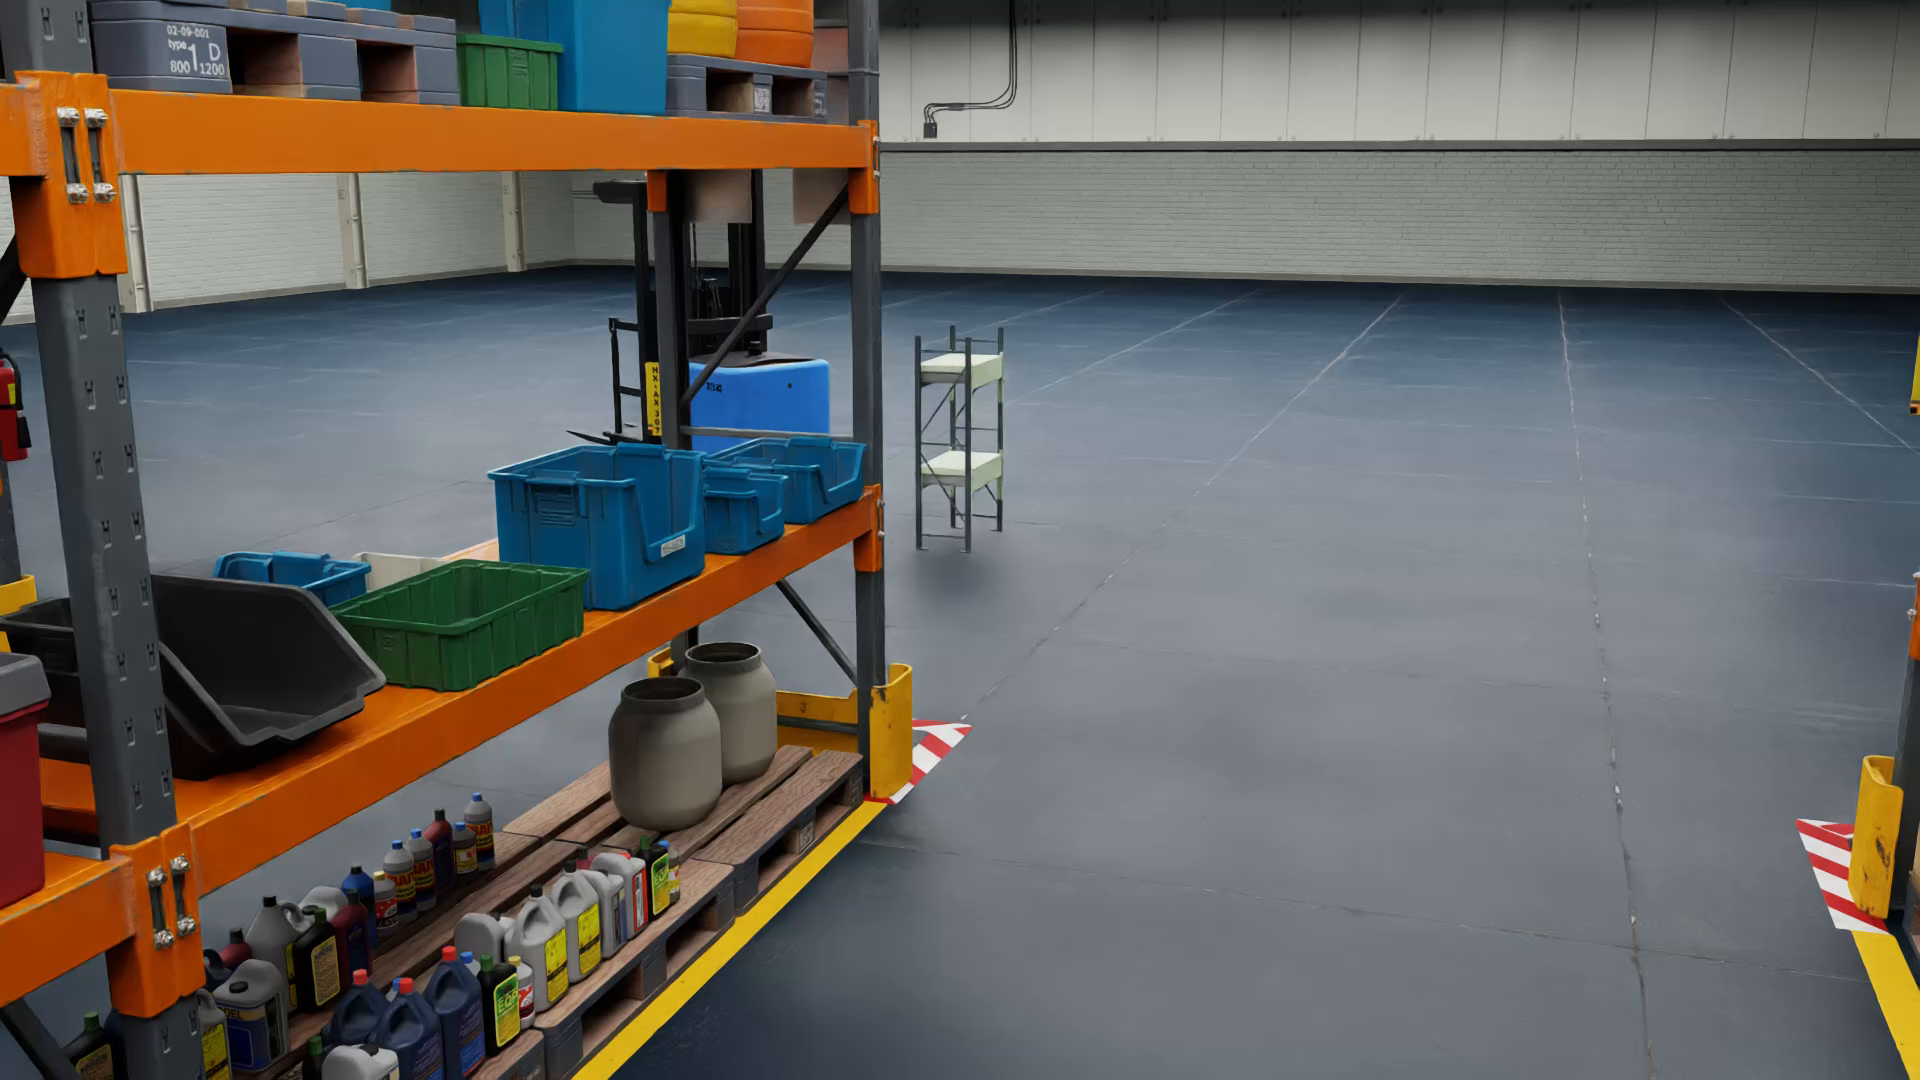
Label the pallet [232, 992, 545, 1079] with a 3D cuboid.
[{"bbox_3d":[-1.859,1.616,4.435,1.003,0.211,1.213,4,14,18],"label":"pallet"}]

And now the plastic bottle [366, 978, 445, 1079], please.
[{"bbox_3d":[-1.462,1.331,4.378,0.144,0.351,0.185,5,14,20],"label":"plastic bottle"}]

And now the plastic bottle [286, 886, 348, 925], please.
[{"bbox_3d":[-1.957,1.209,5.081,0.152,0.276,0.135,5,14,19],"label":"plastic bottle"}]

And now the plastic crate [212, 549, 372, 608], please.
[{"bbox_3d":[-2.014,0.214,4.642,0.499,0.251,0.616,4,14,18],"label":"plastic crate"}]

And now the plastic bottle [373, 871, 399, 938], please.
[{"bbox_3d":[-1.878,1.175,5.397,0.097,0.201,0.097,0,13,0],"label":"plastic bottle"}]

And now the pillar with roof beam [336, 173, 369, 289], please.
[{"bbox_3d":[-8.822,-9.461,33.215,9.100,9.000,0.400,4,14,18],"label":"pillar with roof beam"}]

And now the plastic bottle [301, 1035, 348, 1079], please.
[{"bbox_3d":[-1.620,1.391,4.268,0.061,0.283,0.133,4,14,18],"label":"plastic bottle"}]

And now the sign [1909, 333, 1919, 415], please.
[{"bbox_3d":[3.341,-0.592,5.718,0.100,0.325,0.005,4,14,18],"label":"sign"}]

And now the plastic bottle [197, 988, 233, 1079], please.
[{"bbox_3d":[-2.043,1.325,4.404,0.144,0.351,0.185,4,14,18],"label":"plastic bottle"}]

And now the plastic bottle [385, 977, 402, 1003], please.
[{"bbox_3d":[-1.529,1.331,4.559,0.097,0.271,0.097,0,13,0],"label":"plastic bottle"}]

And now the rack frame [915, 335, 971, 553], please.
[{"bbox_3d":[-0.116,-0.656,11.490,0.400,1.500,0.023,4,14,18],"label":"rack frame"}]

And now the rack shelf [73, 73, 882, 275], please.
[{"bbox_3d":[-1.468,-1.138,5.110,1.077,0.370,4.000,4,14,18],"label":"rack shelf"}]

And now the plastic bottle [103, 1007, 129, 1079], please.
[{"bbox_3d":[-2.180,1.315,4.449,0.144,0.351,0.185,4,13,17],"label":"plastic bottle"}]

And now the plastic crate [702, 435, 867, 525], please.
[{"bbox_3d":[-0.700,-0.248,6.669,0.499,0.251,0.616,4,14,18],"label":"plastic crate"}]

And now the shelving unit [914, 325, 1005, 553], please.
[{"bbox_3d":[0.002,-0.733,11.827,0.431,1.500,0.755,4,14,18],"label":"shelving unit"}]

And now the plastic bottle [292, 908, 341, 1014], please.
[{"bbox_3d":[-1.908,1.242,4.923,0.061,0.283,0.133,4,14,18],"label":"plastic bottle"}]

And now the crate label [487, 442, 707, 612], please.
[{"bbox_3d":[-1.161,-0.058,5.421,0.502,0.435,0.616,4,14,18],"label":"crate label"}]

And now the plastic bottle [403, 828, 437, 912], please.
[{"bbox_3d":[-1.814,1.099,5.573,0.097,0.271,0.097,0,13,0],"label":"plastic bottle"}]

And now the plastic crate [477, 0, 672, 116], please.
[{"bbox_3d":[-1.153,-1.479,5.022,0.392,0.384,0.575,4,14,18],"label":"plastic crate"}]

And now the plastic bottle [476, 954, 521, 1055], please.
[{"bbox_3d":[-1.308,1.293,4.699,0.061,0.283,0.133,5,14,21],"label":"plastic bottle"}]

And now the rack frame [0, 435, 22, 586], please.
[{"bbox_3d":[-5.508,-0.804,8.771,1.000,3.000,0.127,4,14,18],"label":"rack frame"}]

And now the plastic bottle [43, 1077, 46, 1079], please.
[{"bbox_3d":[-2.293,1.445,4.214,0.097,0.201,0.097,0,13,0],"label":"plastic bottle"}]

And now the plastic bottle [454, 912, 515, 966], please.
[{"bbox_3d":[-1.411,1.233,4.976,0.152,0.276,0.135,4,14,18],"label":"plastic bottle"}]

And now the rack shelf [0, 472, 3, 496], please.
[{"bbox_3d":[-6.155,-0.032,7.006,1.077,0.370,4.000,4,14,18],"label":"rack shelf"}]

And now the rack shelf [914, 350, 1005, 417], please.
[{"bbox_3d":[0.002,-1.113,11.740,0.431,0.370,0.720,4,14,18],"label":"rack shelf"}]

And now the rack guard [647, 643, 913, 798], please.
[{"bbox_3d":[-0.801,0.790,7.402,1.175,0.500,0.348,4,14,18],"label":"rack guard"}]

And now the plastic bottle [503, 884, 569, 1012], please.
[{"bbox_3d":[-1.263,1.202,4.944,0.144,0.351,0.185,4,14,18],"label":"plastic bottle"}]

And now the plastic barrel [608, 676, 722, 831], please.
[{"bbox_3d":[-1.124,0.810,6.345,0.421,0.512,0.421,0,13,0],"label":"plastic barrel"}]

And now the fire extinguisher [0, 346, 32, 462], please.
[{"bbox_3d":[-5.035,-0.758,8.740,0.296,0.674,0.183,4,14,18],"label":"fire extinguisher"}]

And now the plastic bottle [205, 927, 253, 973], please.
[{"bbox_3d":[-2.104,1.270,4.797,0.061,0.283,0.133,5,14,22],"label":"plastic bottle"}]

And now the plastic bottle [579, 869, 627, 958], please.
[{"bbox_3d":[-1.153,1.164,5.278,0.152,0.276,0.135,4,13,17],"label":"plastic bottle"}]

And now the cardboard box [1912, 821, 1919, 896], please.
[{"bbox_3d":[3.480,1.142,5.477,0.500,0.250,0.500,4,14,18],"label":"cardboard box"}]

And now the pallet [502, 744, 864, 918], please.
[{"bbox_3d":[-1.069,1.102,6.686,1.003,0.211,1.213,4,14,18],"label":"pallet"}]

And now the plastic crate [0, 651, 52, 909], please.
[{"bbox_3d":[-1.983,0.487,2.968,0.402,0.464,0.583,4,14,18],"label":"plastic crate"}]

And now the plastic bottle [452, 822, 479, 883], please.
[{"bbox_3d":[-1.736,1.083,5.801,0.097,0.201,0.097,0,13,0],"label":"plastic bottle"}]

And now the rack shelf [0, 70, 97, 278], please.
[{"bbox_3d":[-2.763,-0.296,1.420,1.077,0.370,4.000,4,14,18],"label":"rack shelf"}]

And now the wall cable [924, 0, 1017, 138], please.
[{"bbox_3d":[0.228,-12.530,39.021,2.305,6.003,0.169,4,14,18],"label":"wall cable"}]

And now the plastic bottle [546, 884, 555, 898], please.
[{"bbox_3d":[-1.277,1.196,5.309,0.097,0.201,0.097,0,13,0],"label":"plastic bottle"}]

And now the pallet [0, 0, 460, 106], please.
[{"bbox_3d":[-1.974,-1.135,3.902,1.213,0.211,1.003,4,14,18],"label":"pallet"}]

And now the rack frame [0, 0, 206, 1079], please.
[{"bbox_3d":[-2.119,0.394,3.520,0.949,2.616,0.053,4,14,18],"label":"rack frame"}]

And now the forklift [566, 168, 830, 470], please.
[{"bbox_3d":[-2.414,-2.032,14.306,1.130,2.935,3.031,-11,17,-40],"label":"forklift"}]

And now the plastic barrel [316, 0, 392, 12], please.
[{"bbox_3d":[-1.692,-1.719,3.967,0.600,0.901,0.708,4,14,18],"label":"plastic barrel"}]

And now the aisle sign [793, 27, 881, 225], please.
[{"bbox_3d":[-0.517,-1.709,6.892,0.394,0.787,0.004,4,14,18],"label":"aisle sign"}]

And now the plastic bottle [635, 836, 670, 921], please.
[{"bbox_3d":[-1.021,1.106,5.516,0.061,0.283,0.133,5,14,20],"label":"plastic bottle"}]

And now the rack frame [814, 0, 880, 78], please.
[{"bbox_3d":[-0.821,-3.372,6.541,1.000,3.000,0.127,4,14,18],"label":"rack frame"}]

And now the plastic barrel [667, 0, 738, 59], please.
[{"bbox_3d":[-1.070,-1.957,5.715,0.600,0.588,0.600,0,13,0],"label":"plastic barrel"}]
